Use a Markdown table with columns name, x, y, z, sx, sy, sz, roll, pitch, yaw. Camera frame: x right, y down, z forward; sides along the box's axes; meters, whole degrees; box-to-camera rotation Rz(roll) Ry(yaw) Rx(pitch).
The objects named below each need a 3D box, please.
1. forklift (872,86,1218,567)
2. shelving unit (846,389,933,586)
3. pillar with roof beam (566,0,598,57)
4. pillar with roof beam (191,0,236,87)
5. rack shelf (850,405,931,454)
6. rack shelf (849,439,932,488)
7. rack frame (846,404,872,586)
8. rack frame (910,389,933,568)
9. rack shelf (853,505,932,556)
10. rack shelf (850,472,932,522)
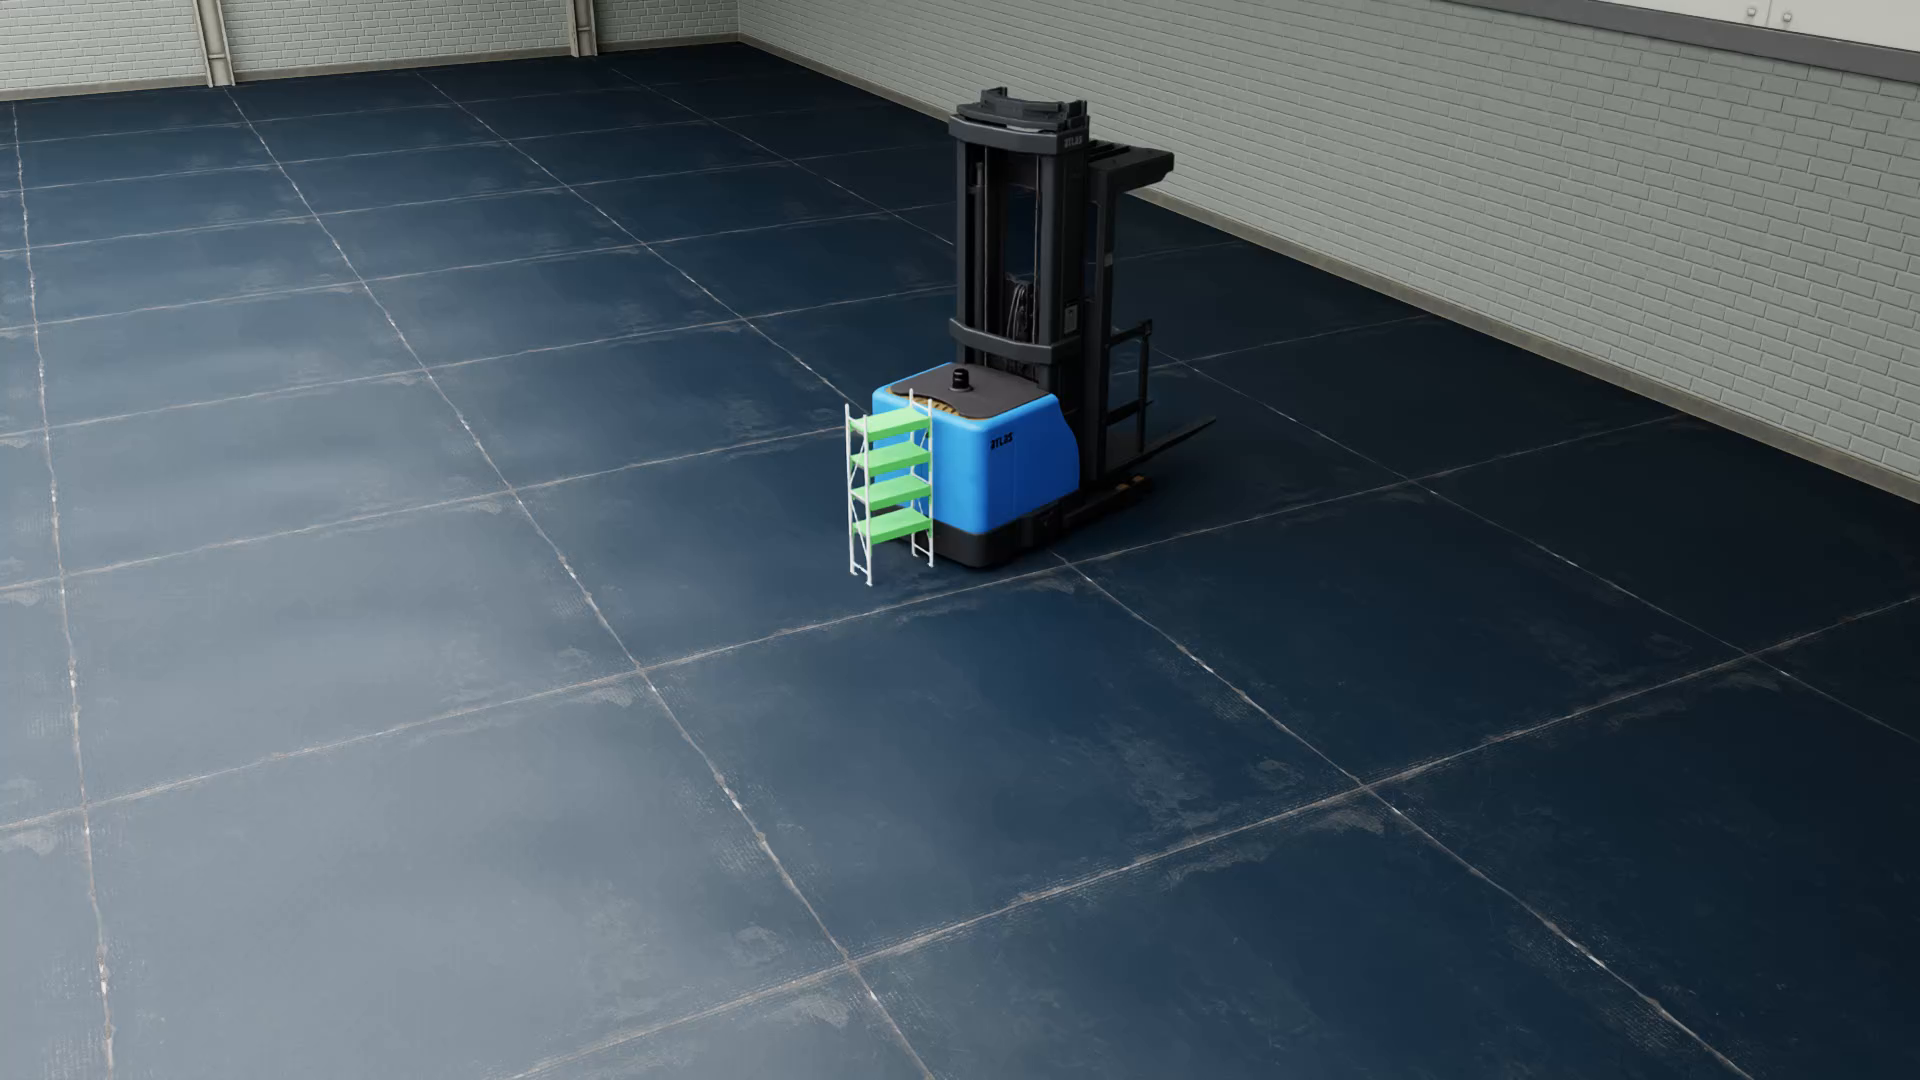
| name | x | y | z | sx | sy | sz | roll | pitch | yaw |
| --- | --- | --- | --- | --- | --- | --- | --- | --- | --- |
| forklift | 0.757 | -1.694 | 11.695 | 1.130 | 2.935 | 3.031 | 21 | 33 | 37 |
| shelving unit | -0.454 | -0.340 | 10.873 | 0.503 | 1.200 | 0.258 | -17 | 30 | -31 |
| pillar with roof beam | -4.624 | -11.000 | 24.067 | 0.400 | 9.000 | 9.100 | -13 | 29 | -25 |
| pillar with roof beam | -9.918 | -9.778 | 21.521 | 0.400 | 9.000 | 9.100 | -13 | 29 | -25 |
| rack shelf | -0.454 | -0.715 | 10.693 | 0.480 | 0.148 | 0.258 | -17 | 30 | -31 |
| rack shelf | -0.454 | -0.498 | 10.797 | 0.480 | 0.148 | 0.258 | -17 | 30 | -31 |
| rack frame | -0.654 | -0.279 | 10.748 | 0.015 | 1.200 | 0.240 | -17 | 30 | -31 |
| rack frame | -0.253 | -0.400 | 10.998 | 0.015 | 1.200 | 0.240 | -17 | 30 | -31 |
| rack shelf | -0.454 | -0.066 | 11.005 | 0.480 | 0.148 | 0.258 | -17 | 30 | -31 |
| rack shelf | -0.454 | -0.282 | 10.901 | 0.480 | 0.148 | 0.258 | -17 | 30 | -31 |
